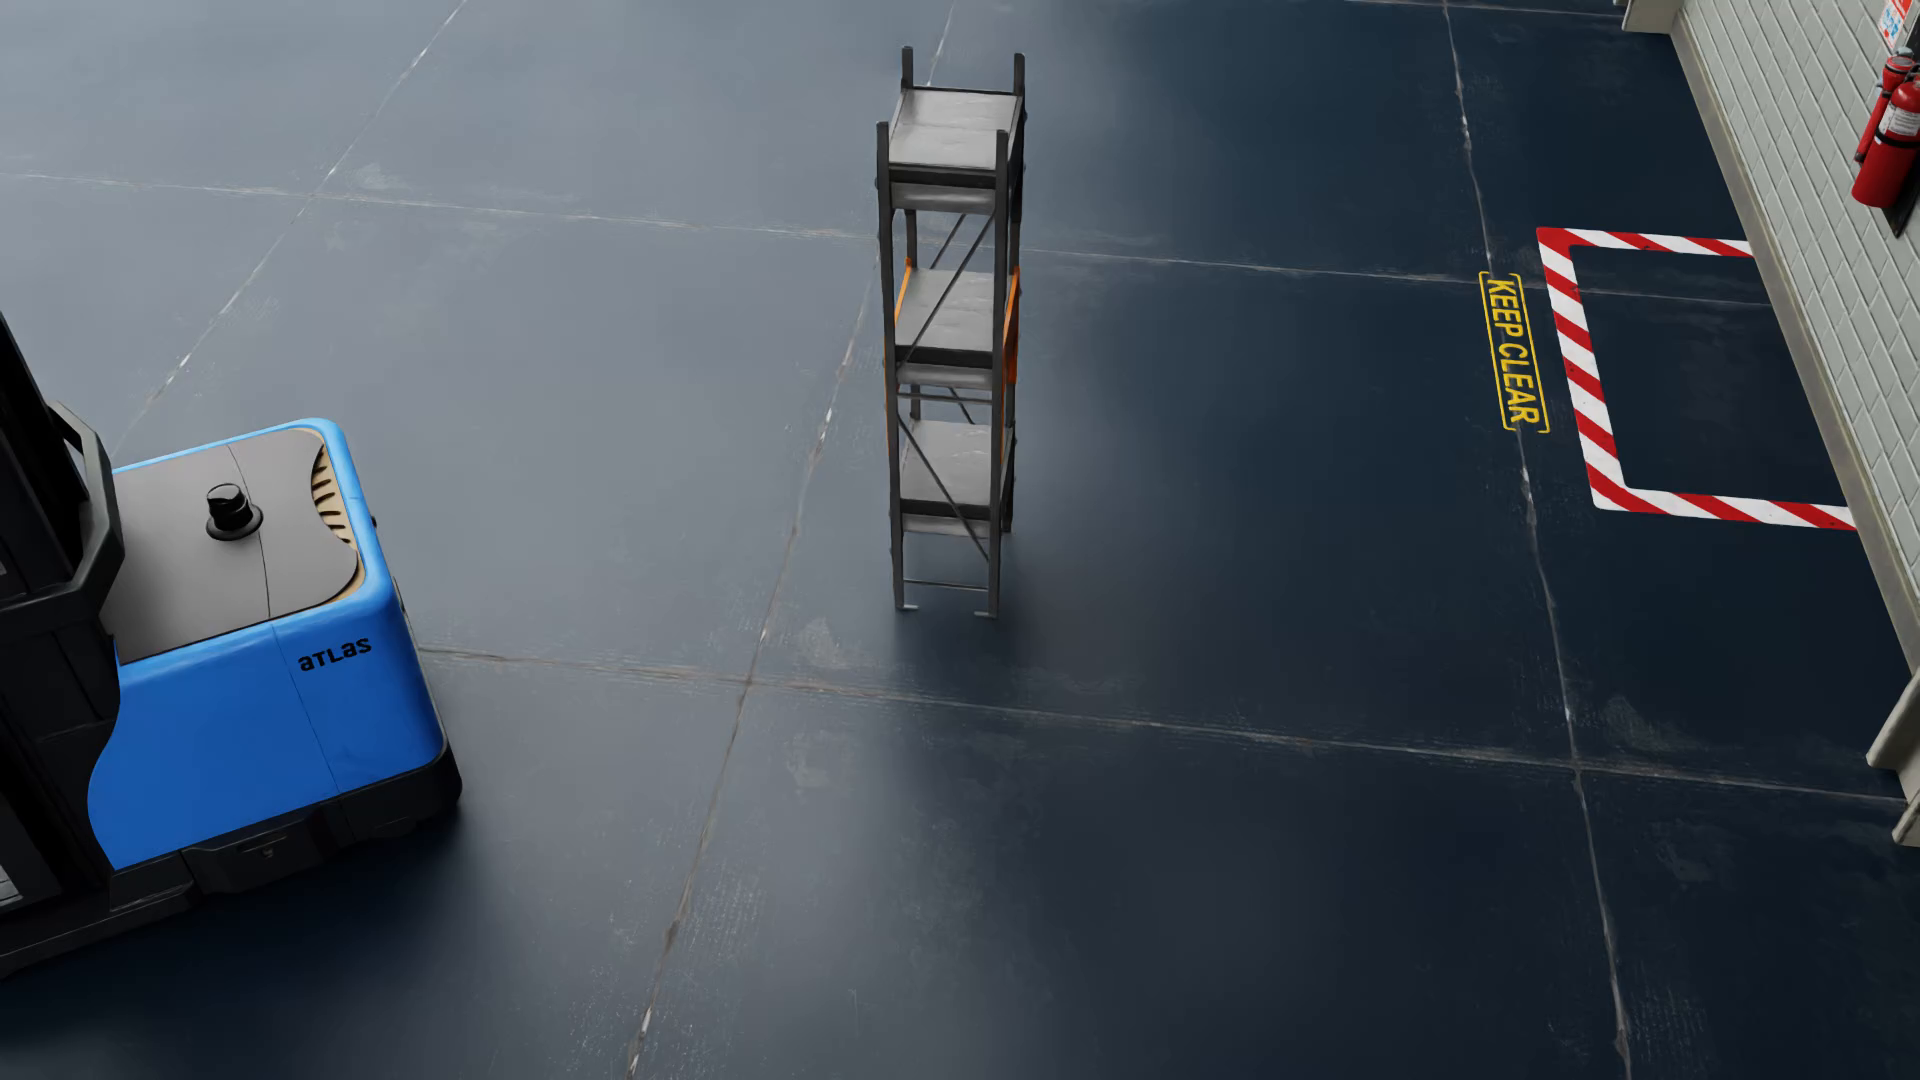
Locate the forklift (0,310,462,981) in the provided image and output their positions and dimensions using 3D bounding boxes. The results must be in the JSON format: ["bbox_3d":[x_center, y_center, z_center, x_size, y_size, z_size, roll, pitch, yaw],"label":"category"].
[{"bbox_3d":[-3.274,0.015,4.603,3.031,2.935,1.130,-18,46,-18],"label":"forklift"}]

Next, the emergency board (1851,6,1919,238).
[{"bbox_3d":[3.727,-1.856,6.529,0.194,1.169,0.643,5,44,6],"label":"emergency board"}]

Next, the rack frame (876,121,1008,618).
[{"bbox_3d":[-0.054,-0.483,5.733,0.400,2.100,0.015,5,44,6],"label":"rack frame"}]

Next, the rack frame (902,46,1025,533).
[{"bbox_3d":[0.010,-0.816,6.085,0.400,2.100,0.015,5,44,6],"label":"rack frame"}]

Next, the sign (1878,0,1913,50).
[{"bbox_3d":[3.902,-2.237,6.904,0.001,0.329,0.234,5,44,6],"label":"sign"}]

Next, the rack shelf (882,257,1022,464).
[{"bbox_3d":[-0.022,-0.640,5.918,0.431,0.518,0.480,5,44,6],"label":"rack shelf"}]

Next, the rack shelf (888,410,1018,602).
[{"bbox_3d":[-0.022,-0.131,6.400,0.431,0.518,0.480,5,44,6],"label":"rack shelf"}]

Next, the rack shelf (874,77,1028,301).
[{"bbox_3d":[-0.022,-1.148,5.437,0.431,0.518,0.480,5,44,6],"label":"rack shelf"}]

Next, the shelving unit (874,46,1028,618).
[{"bbox_3d":[-0.022,-0.650,5.909,0.431,2.100,0.503,5,44,6],"label":"shelving unit"}]

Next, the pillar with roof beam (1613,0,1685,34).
[{"bbox_3d":[-0.112,-6.834,7.423,9.100,9.000,0.400,5,44,6],"label":"pillar with roof beam"}]
